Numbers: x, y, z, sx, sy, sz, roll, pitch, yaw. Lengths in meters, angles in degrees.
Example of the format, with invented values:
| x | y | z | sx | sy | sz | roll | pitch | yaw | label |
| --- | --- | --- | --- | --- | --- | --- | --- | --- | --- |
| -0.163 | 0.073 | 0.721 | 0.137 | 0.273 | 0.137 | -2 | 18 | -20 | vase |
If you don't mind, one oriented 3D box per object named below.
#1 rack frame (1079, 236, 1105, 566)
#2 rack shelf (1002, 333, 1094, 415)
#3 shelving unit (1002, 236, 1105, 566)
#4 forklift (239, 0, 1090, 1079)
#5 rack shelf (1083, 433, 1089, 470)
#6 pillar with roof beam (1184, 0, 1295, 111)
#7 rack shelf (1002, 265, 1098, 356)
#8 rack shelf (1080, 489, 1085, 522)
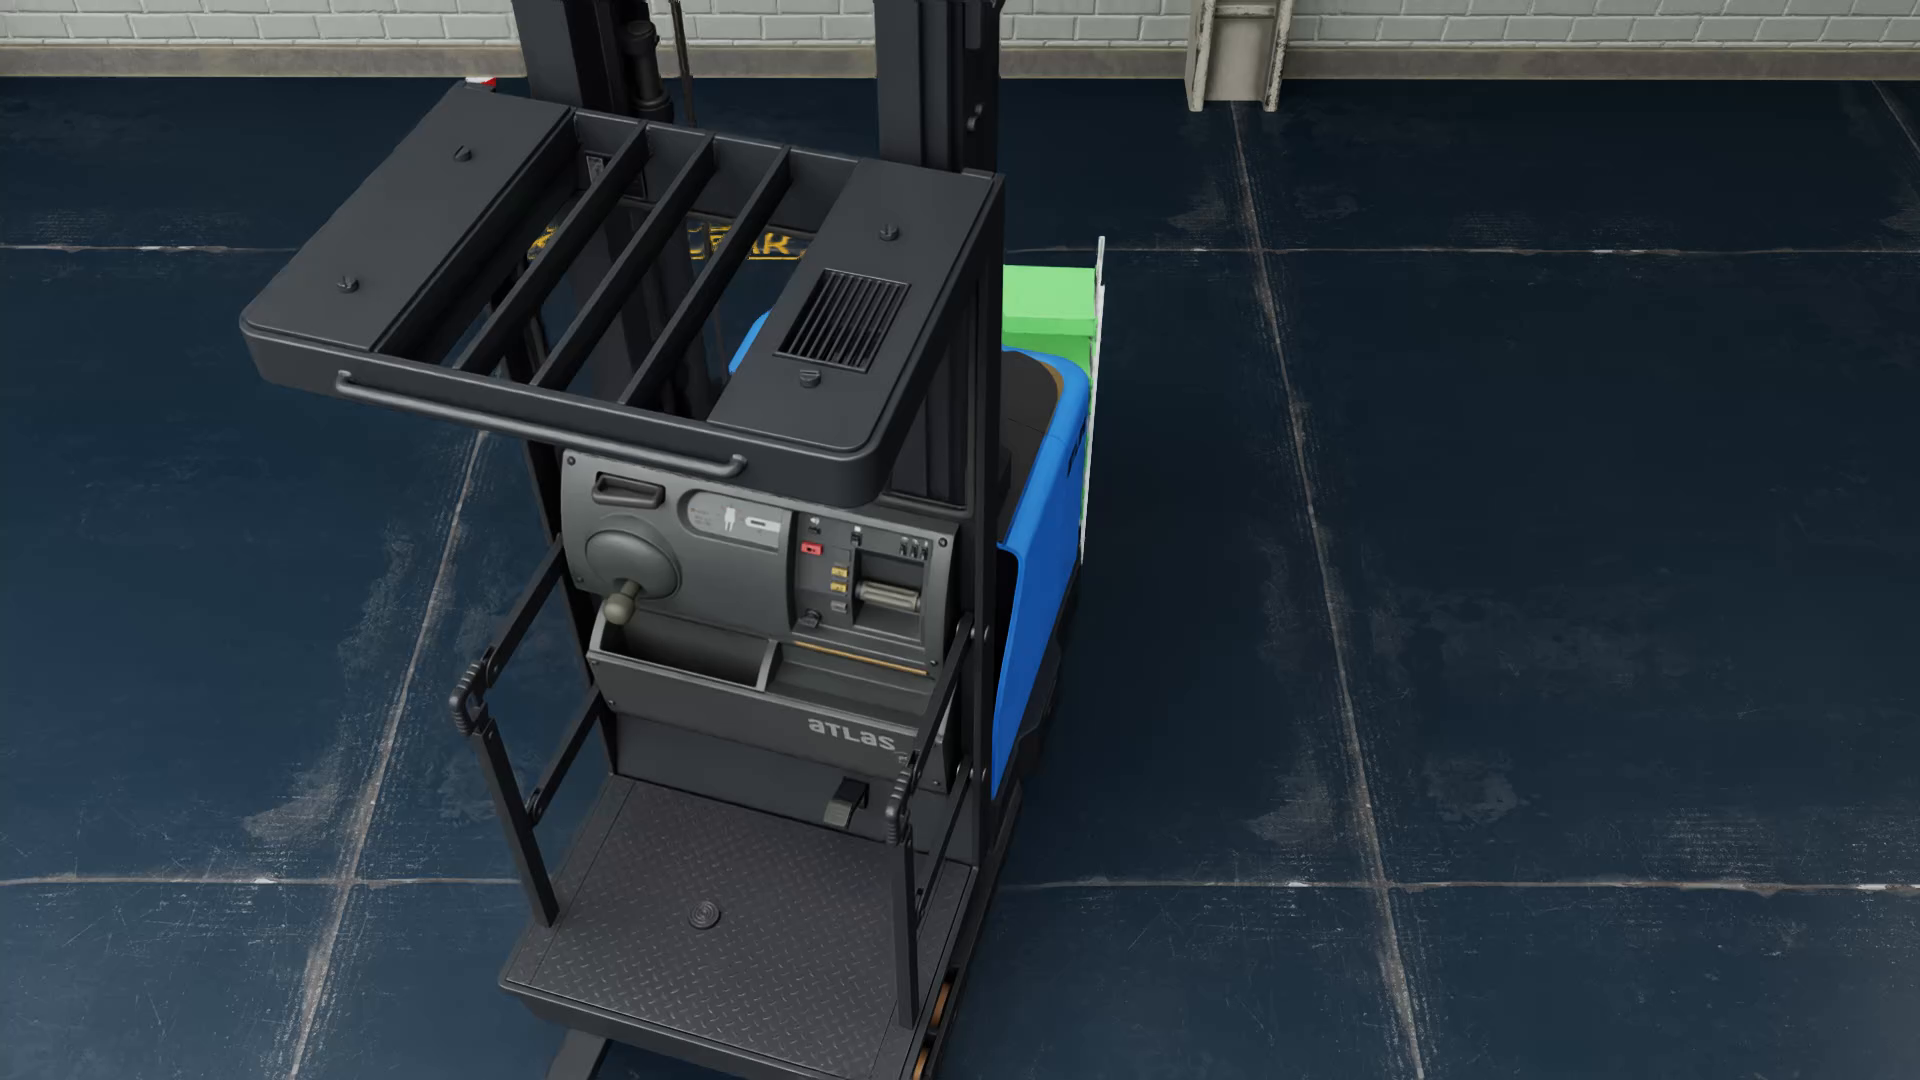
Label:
| x | y | z | sx | sy | sz | roll | pitch | yaw | label |
| --- | --- | --- | --- | --- | --- | --- | --- | --- | --- |
| 0.416 | -0.408 | 5.310 | 0.015 | 1.200 | 0.240 | 2 | 47 | 2 | rack frame |
| 0.172 | -0.538 | 5.190 | 0.480 | 0.148 | 0.258 | 2 | 47 | 2 | rack shelf |
| 0.172 | -0.418 | 5.319 | 0.503 | 1.200 | 0.258 | 2 | 47 | 2 | shelving unit |
| -0.525 | 0.151 | 3.607 | 1.130 | 2.935 | 3.031 | 12 | 48 | 11 | forklift |
| 0.172 | -0.374 | 5.366 | 0.480 | 0.148 | 0.258 | 2 | 47 | 2 | rack shelf |
| 1.229 | -1.979 | 1.444 | 0.400 | 9.000 | 9.100 | 0 | 47 | 0 | pillar with roof beam |
| 0.172 | -0.701 | 5.015 | 0.480 | 0.148 | 0.258 | 2 | 47 | 2 | rack shelf |
| 0.172 | -0.211 | 5.542 | 0.480 | 0.148 | 0.258 | 2 | 47 | 2 | rack shelf |
